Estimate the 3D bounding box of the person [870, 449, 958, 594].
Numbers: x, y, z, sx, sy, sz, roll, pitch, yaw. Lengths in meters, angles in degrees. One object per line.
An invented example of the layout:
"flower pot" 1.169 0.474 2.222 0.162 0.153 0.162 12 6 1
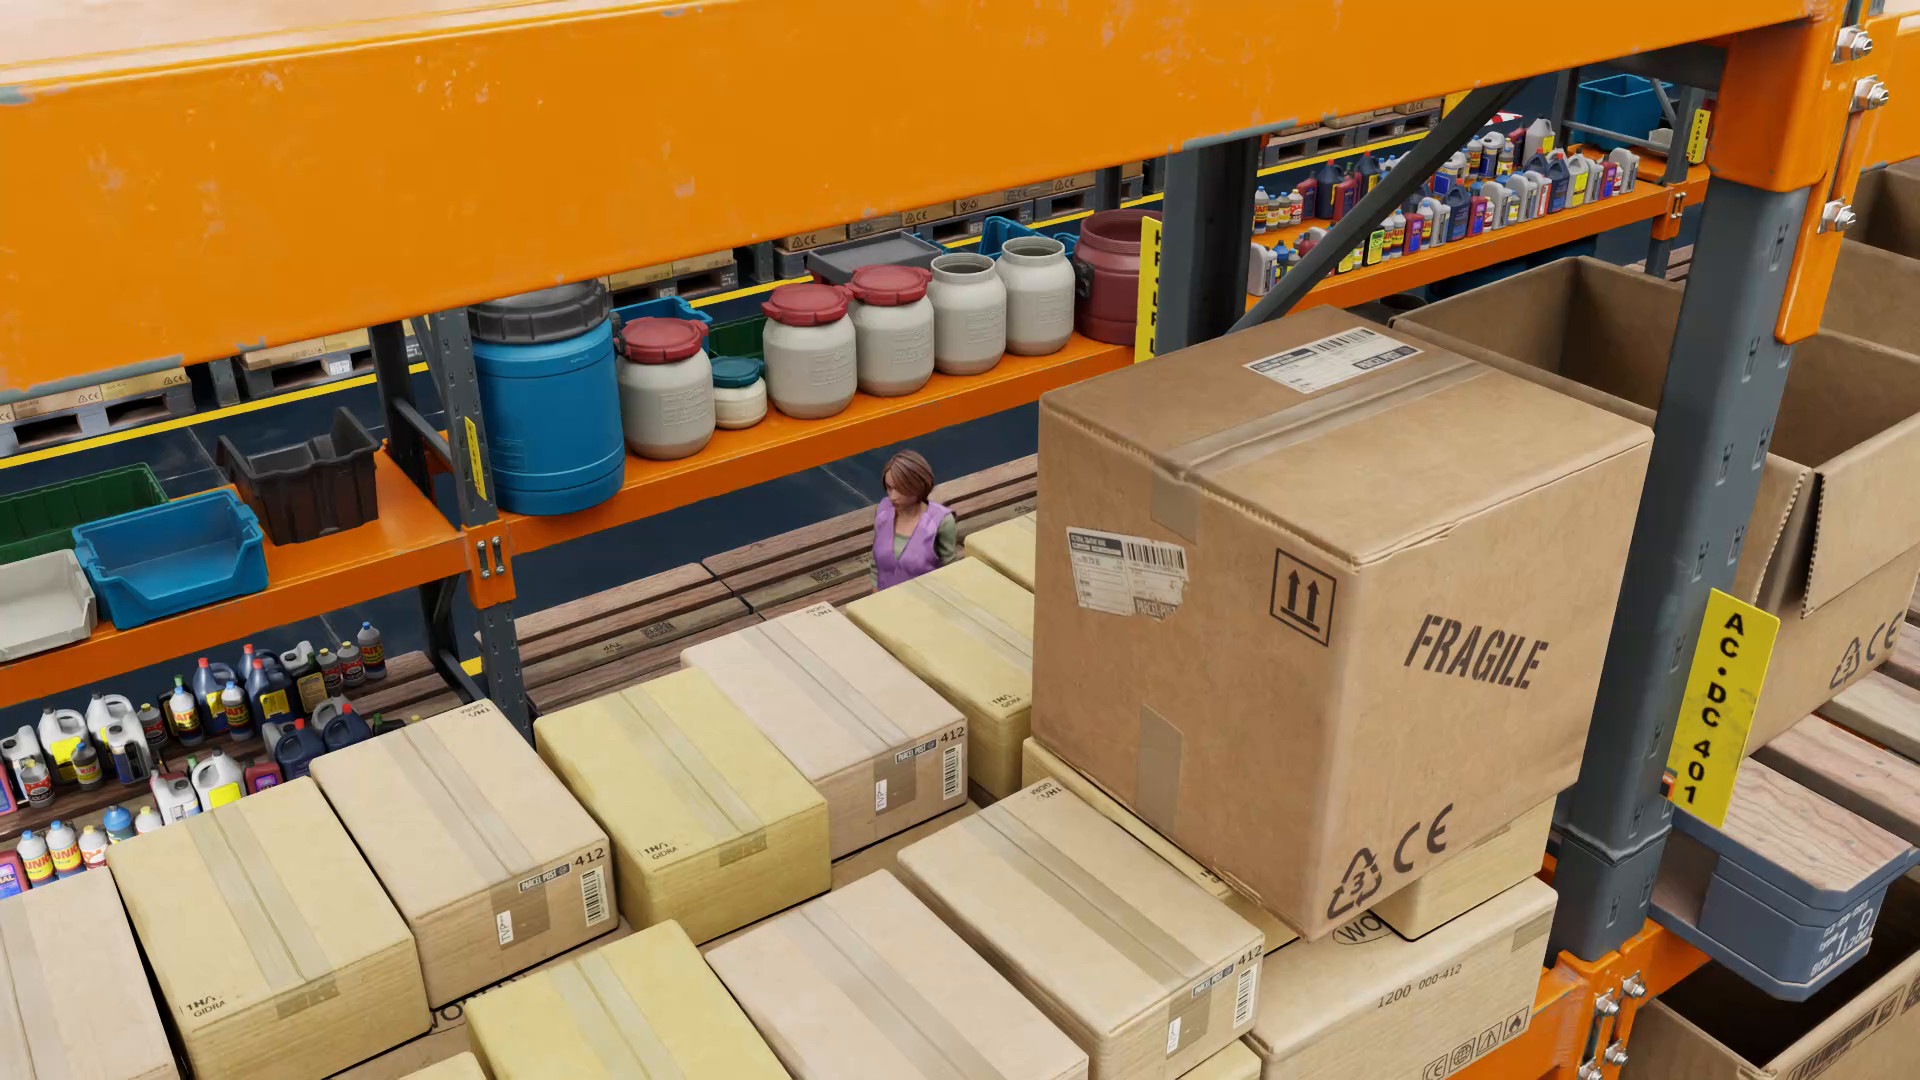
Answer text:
"person" -0.176 0.339 7.017 0.429 1.592 0.504 11 31 18
